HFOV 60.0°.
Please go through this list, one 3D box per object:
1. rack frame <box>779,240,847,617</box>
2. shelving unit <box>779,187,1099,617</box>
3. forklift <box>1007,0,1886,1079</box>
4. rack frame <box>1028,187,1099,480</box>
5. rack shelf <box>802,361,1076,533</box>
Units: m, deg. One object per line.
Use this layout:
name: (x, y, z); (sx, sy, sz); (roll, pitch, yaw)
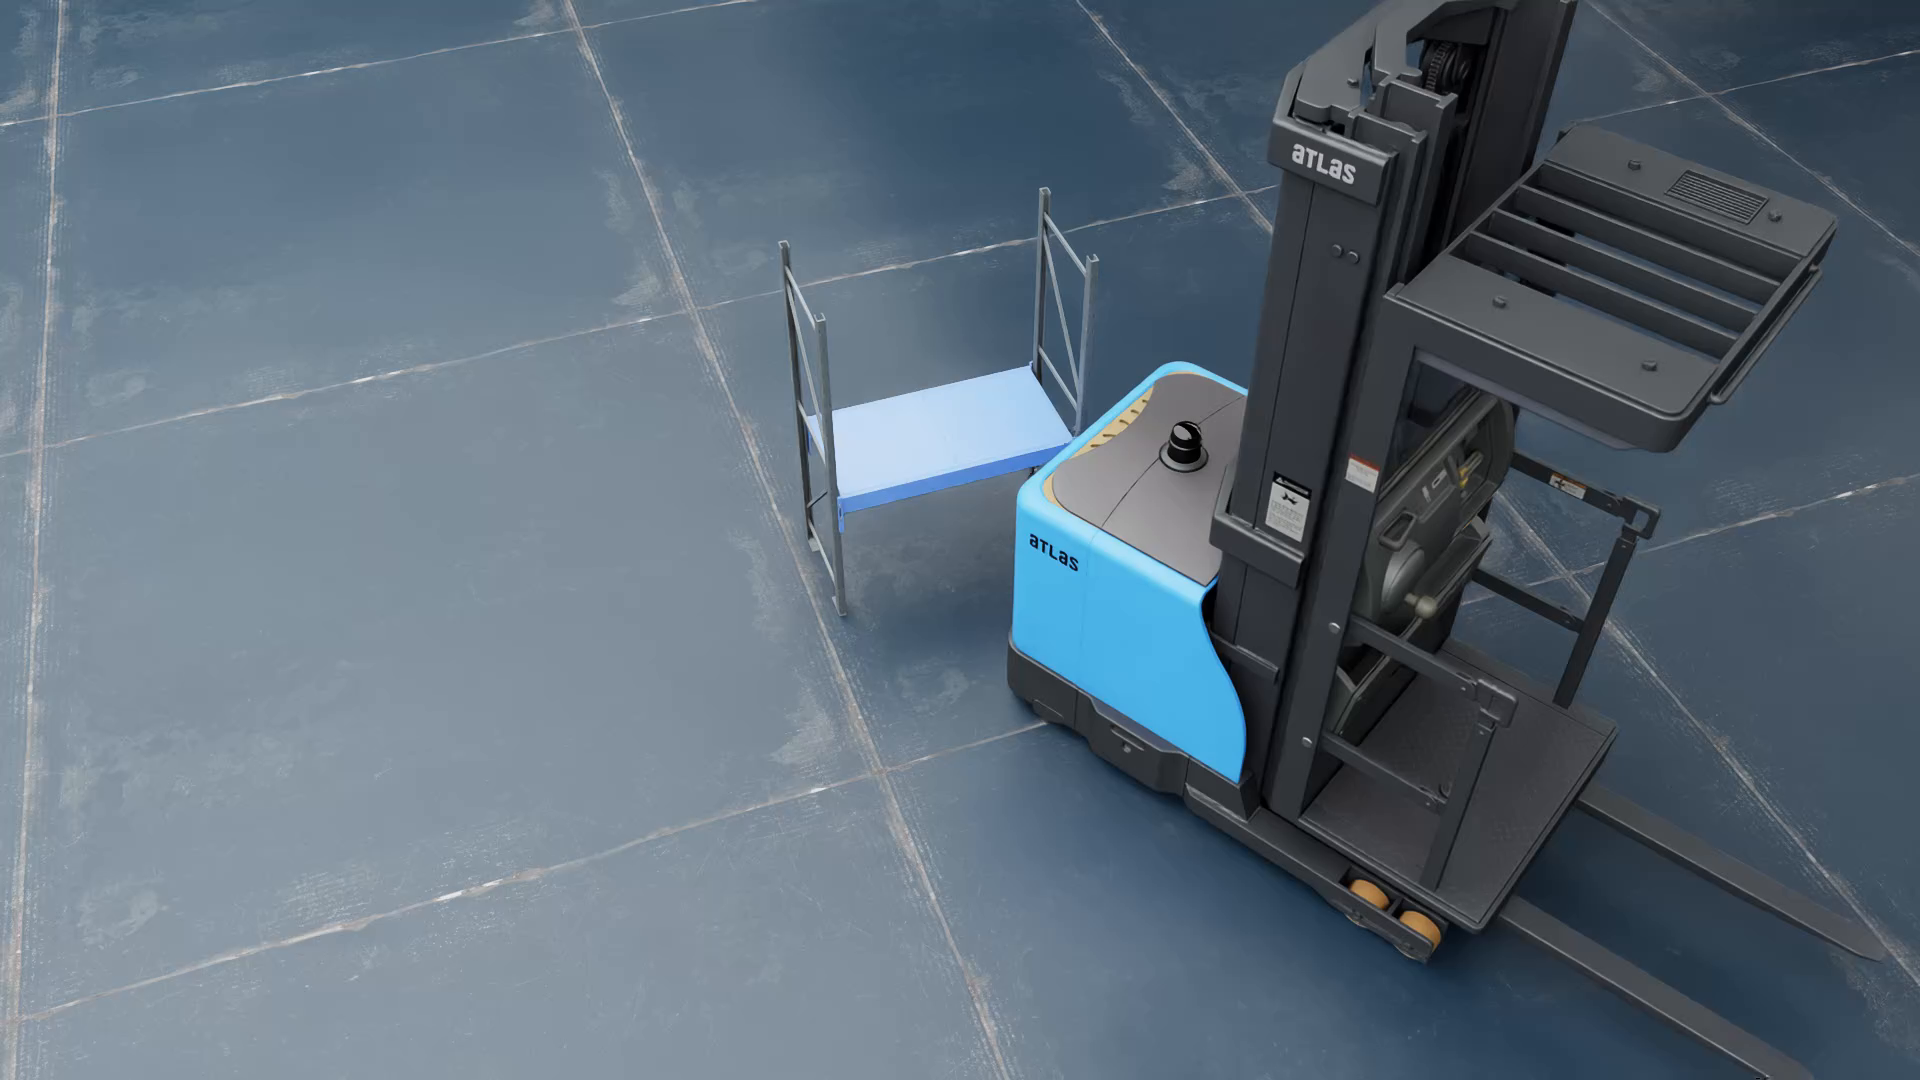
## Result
rack frame: (-0.558, -0.387, 6.386); (0.032, 1.500, 0.500); (-14, 47, -14)
shelving unit: (-0.080, -0.509, 6.508); (1.048, 1.500, 0.538); (-14, 47, -14)
forklift: (1.639, -0.043, 5.033); (3.031, 2.935, 1.130); (30, 52, 27)
rack frame: (0.398, -0.631, 6.629); (0.032, 1.500, 0.500); (-14, 47, -14)
rack shelf: (-0.080, -0.382, 6.635); (1.000, 0.185, 0.538); (-14, 47, -14)
